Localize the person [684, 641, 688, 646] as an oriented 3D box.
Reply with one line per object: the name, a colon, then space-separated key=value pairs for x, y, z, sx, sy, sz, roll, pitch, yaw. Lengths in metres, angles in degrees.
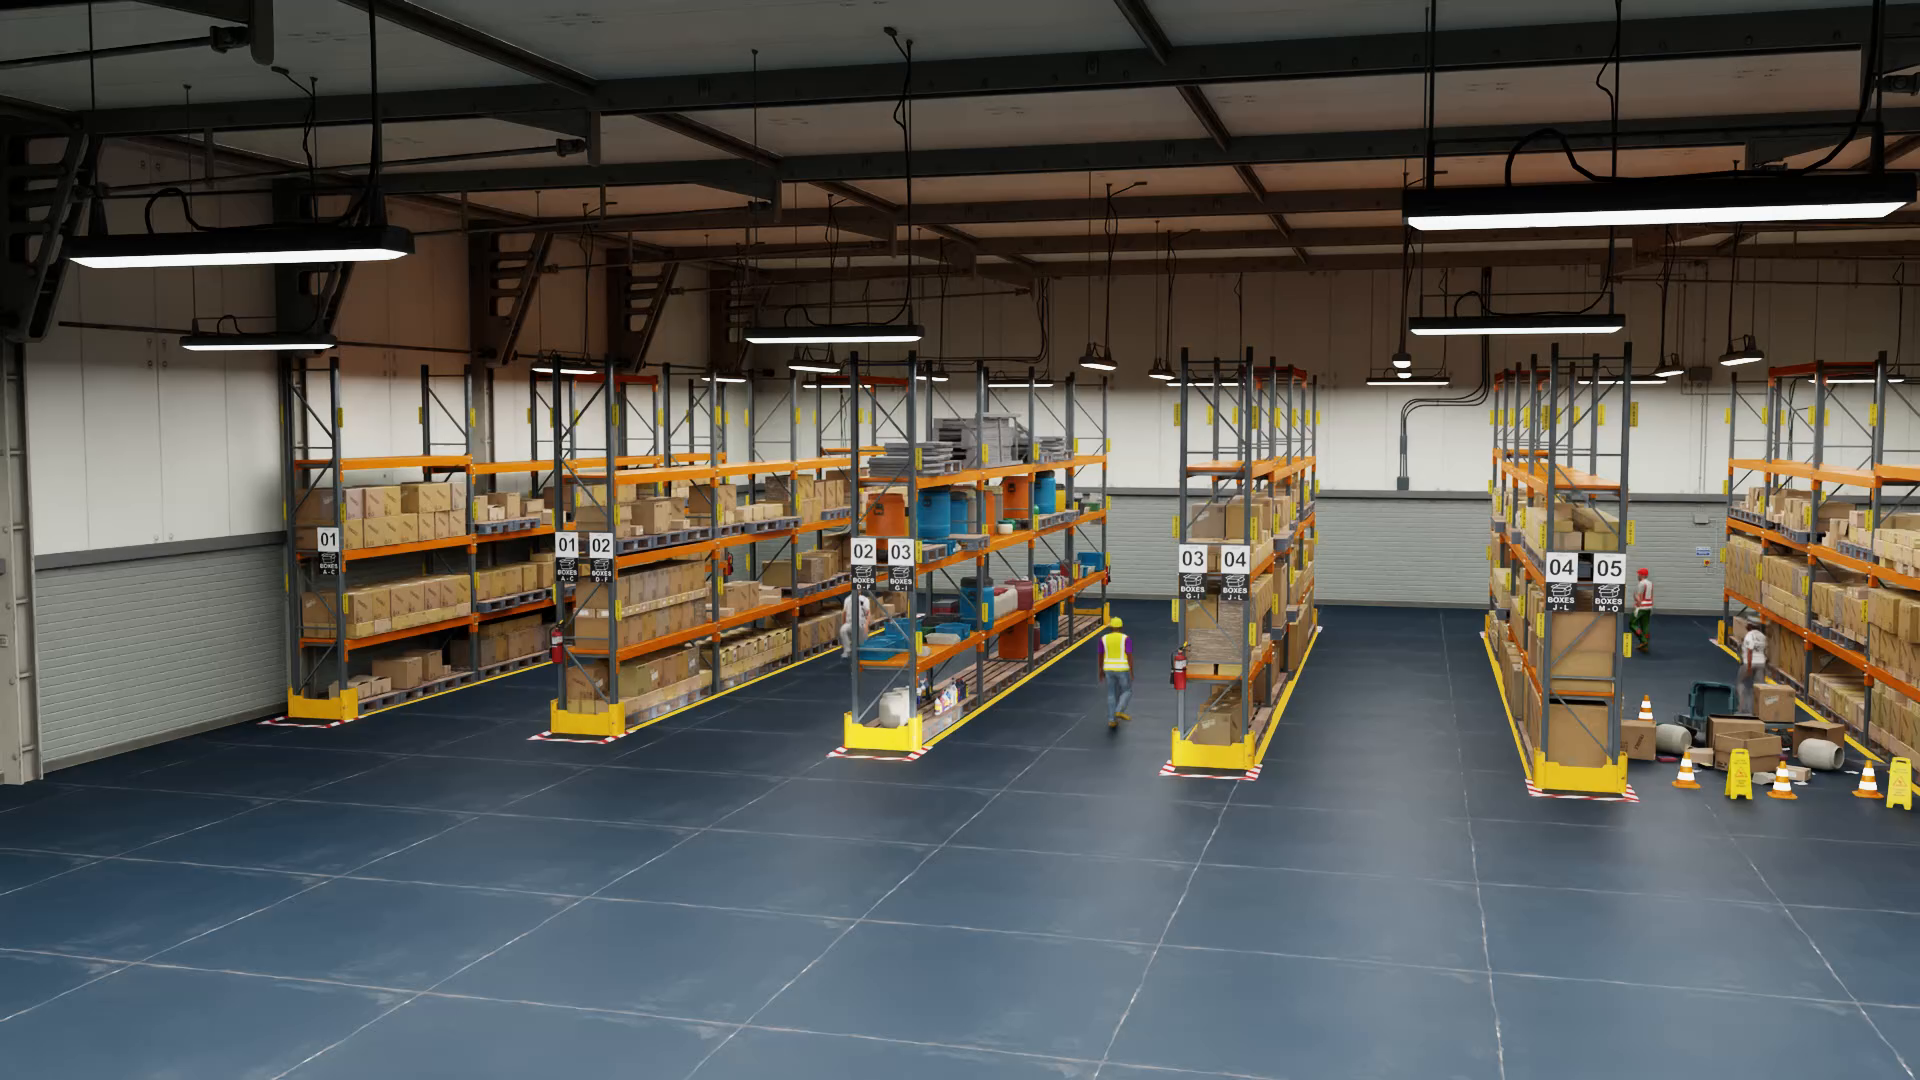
person: x=-5.632 y=1.767 z=33.318 sx=0.508 sy=1.538 sz=0.971 roll=1 pitch=4 yaw=13

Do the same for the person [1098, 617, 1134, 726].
person: x=2.536 y=2.132 z=27.044 sx=0.609 sy=1.757 sz=0.490 roll=2 pitch=5 yaw=25

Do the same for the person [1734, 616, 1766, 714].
person: x=13.309 y=2.132 z=27.874 sx=0.451 sy=1.675 sz=0.602 roll=0 pitch=4 yaw=-2

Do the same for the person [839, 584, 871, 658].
person: x=-2.080 y=1.693 z=33.036 sx=0.604 sy=1.704 sz=1.072 roll=0 pitch=4 yaw=6

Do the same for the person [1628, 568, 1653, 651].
person: x=14.681 y=1.490 z=35.685 sx=0.603 sy=1.790 sz=0.472 roll=-3 pitch=5 yaw=-34
